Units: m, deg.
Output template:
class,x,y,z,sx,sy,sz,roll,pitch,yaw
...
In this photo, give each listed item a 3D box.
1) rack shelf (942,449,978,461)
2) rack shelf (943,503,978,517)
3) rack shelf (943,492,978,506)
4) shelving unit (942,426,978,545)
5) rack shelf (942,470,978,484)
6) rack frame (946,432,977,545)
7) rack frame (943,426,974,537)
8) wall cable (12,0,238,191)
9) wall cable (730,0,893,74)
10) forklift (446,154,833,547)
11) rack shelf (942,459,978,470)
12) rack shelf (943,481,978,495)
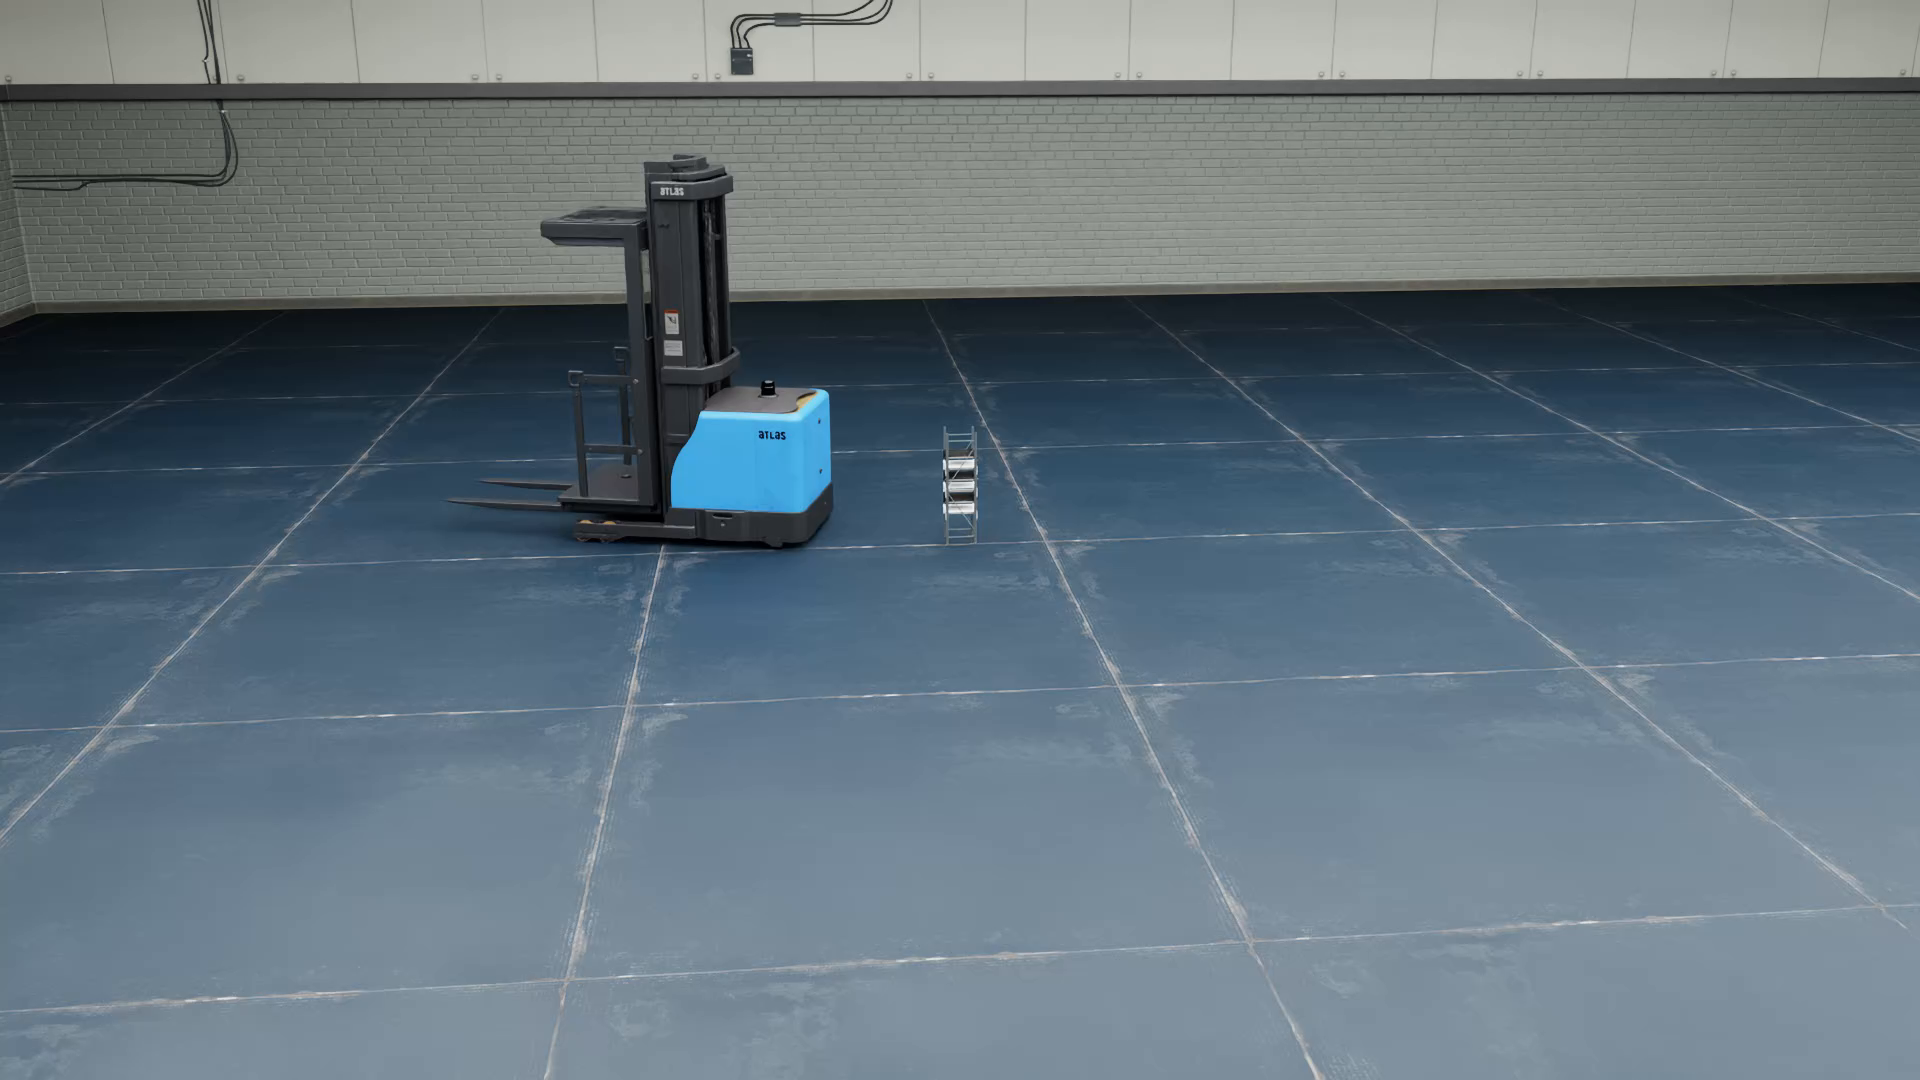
class,x,y,z,sx,sy,sz,roll,pitch,yaw
rack shelf,0.001,-0.653,12.964,0.258,0.077,0.200,-2,18,-6
rack shelf,0.001,-0.223,13.098,0.258,0.077,0.200,-2,18,-6
rack shelf,0.001,-0.309,13.072,0.258,0.077,0.200,-2,18,-6
shelving unit,0.001,-0.427,13.035,0.258,0.900,0.210,-2,18,-6
rack shelf,0.001,-0.481,13.018,0.258,0.077,0.200,-2,18,-6
rack frame,0.011,-0.397,12.938,0.240,0.900,0.006,-2,18,-6
rack frame,-0.010,-0.457,13.131,0.240,0.900,0.006,-2,18,-6
wall cable,-11.492,-6.020,22.512,3.097,2.526,0.112,-2,18,-6
wall cable,-2.048,-9.412,22.457,2.305,6.003,0.169,-2,18,-6
forklift,-2.610,-1.530,13.157,3.031,2.935,1.130,3,18,9
rack shelf,0.001,-0.567,12.991,0.258,0.077,0.200,-2,18,-6
rack shelf,0.001,-0.395,13.045,0.258,0.077,0.200,-2,18,-6
